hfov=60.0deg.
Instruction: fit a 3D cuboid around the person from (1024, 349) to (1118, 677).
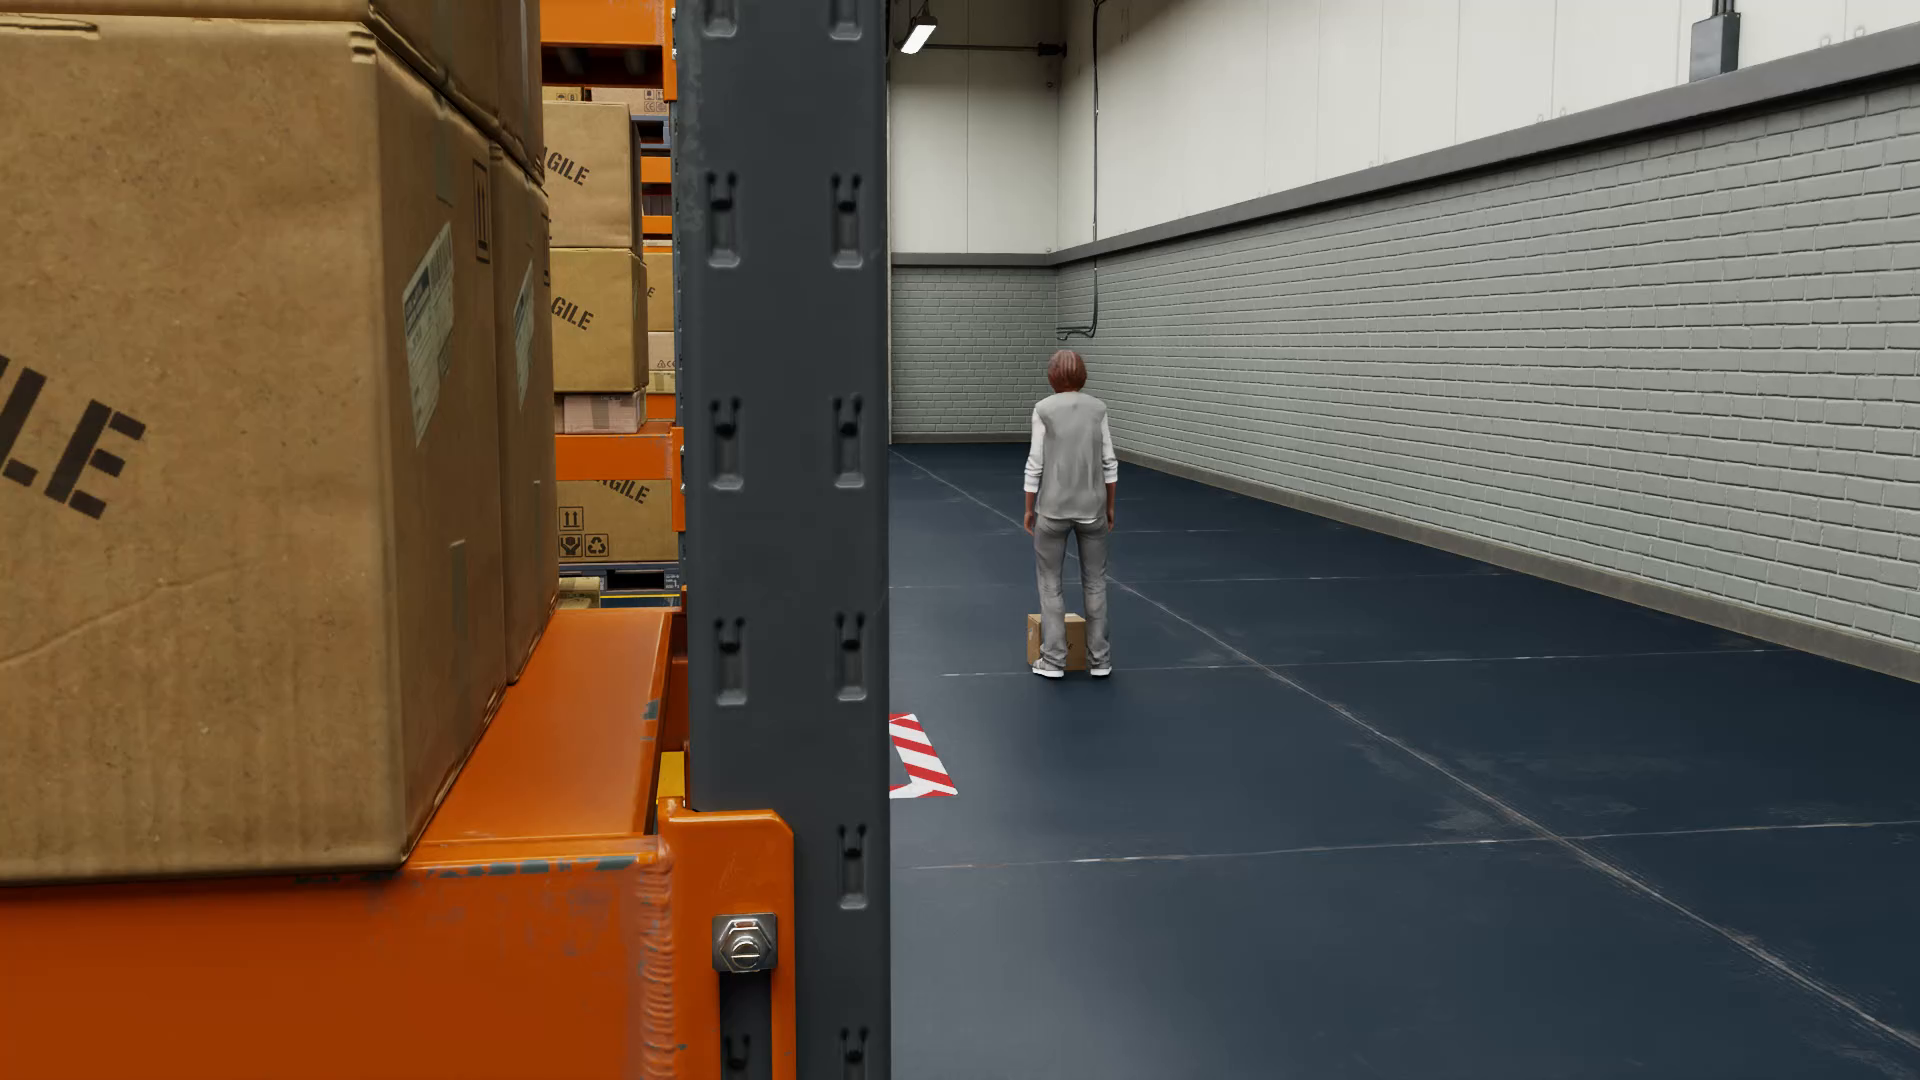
[{"bbox_3d":[0.537,-0.123,8.080,0.461,1.593,0.343,-1,7,-8],"label":"person"}]
